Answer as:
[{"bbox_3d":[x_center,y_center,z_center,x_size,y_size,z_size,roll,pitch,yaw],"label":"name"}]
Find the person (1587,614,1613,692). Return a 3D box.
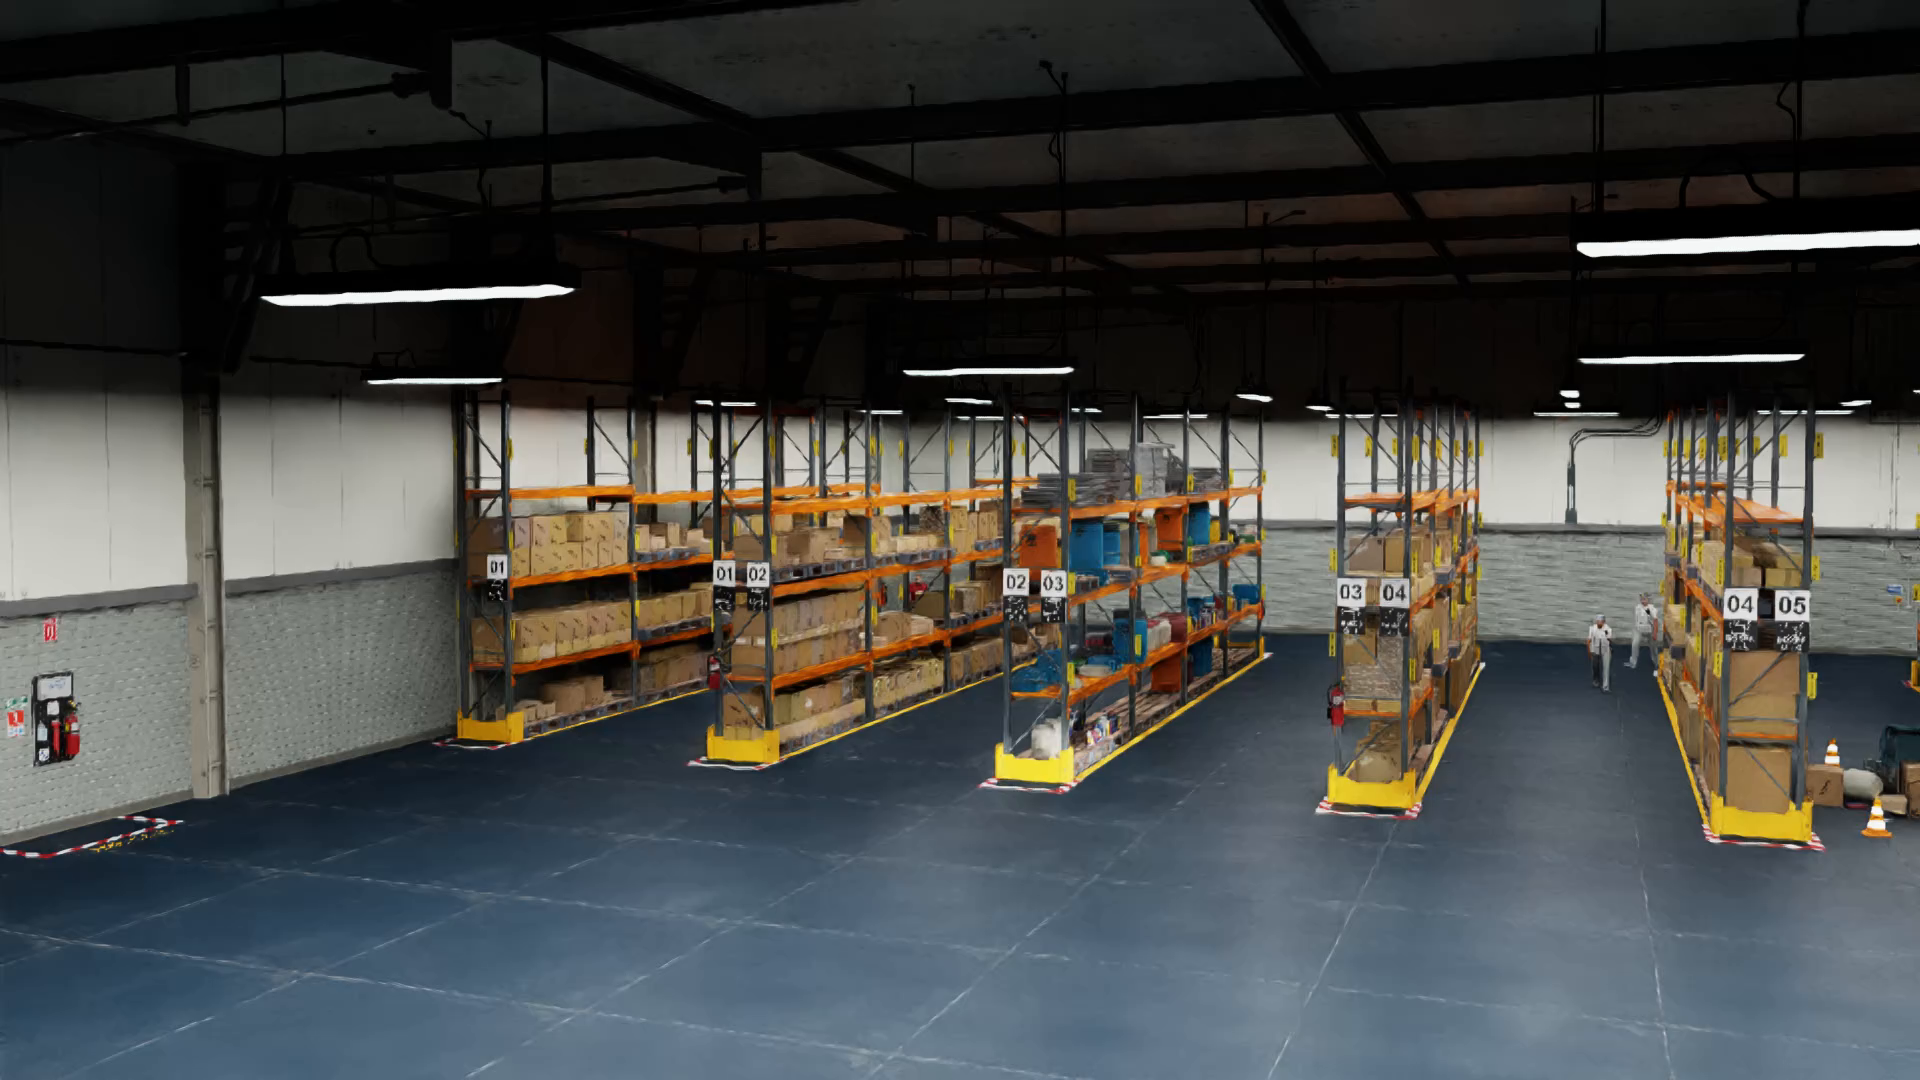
[{"bbox_3d":[13.232,2.304,34.386,0.497,1.583,1.090,1,3,23],"label":"person"}]

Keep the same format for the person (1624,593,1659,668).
[{"bbox_3d":[15.602,2.056,37.872,0.950,1.712,0.581,-3,4,-42],"label":"person"}]

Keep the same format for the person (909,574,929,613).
[{"bbox_3d":[-1.092,1.723,44.359,0.702,1.669,0.808,0,3,1],"label":"person"}]
